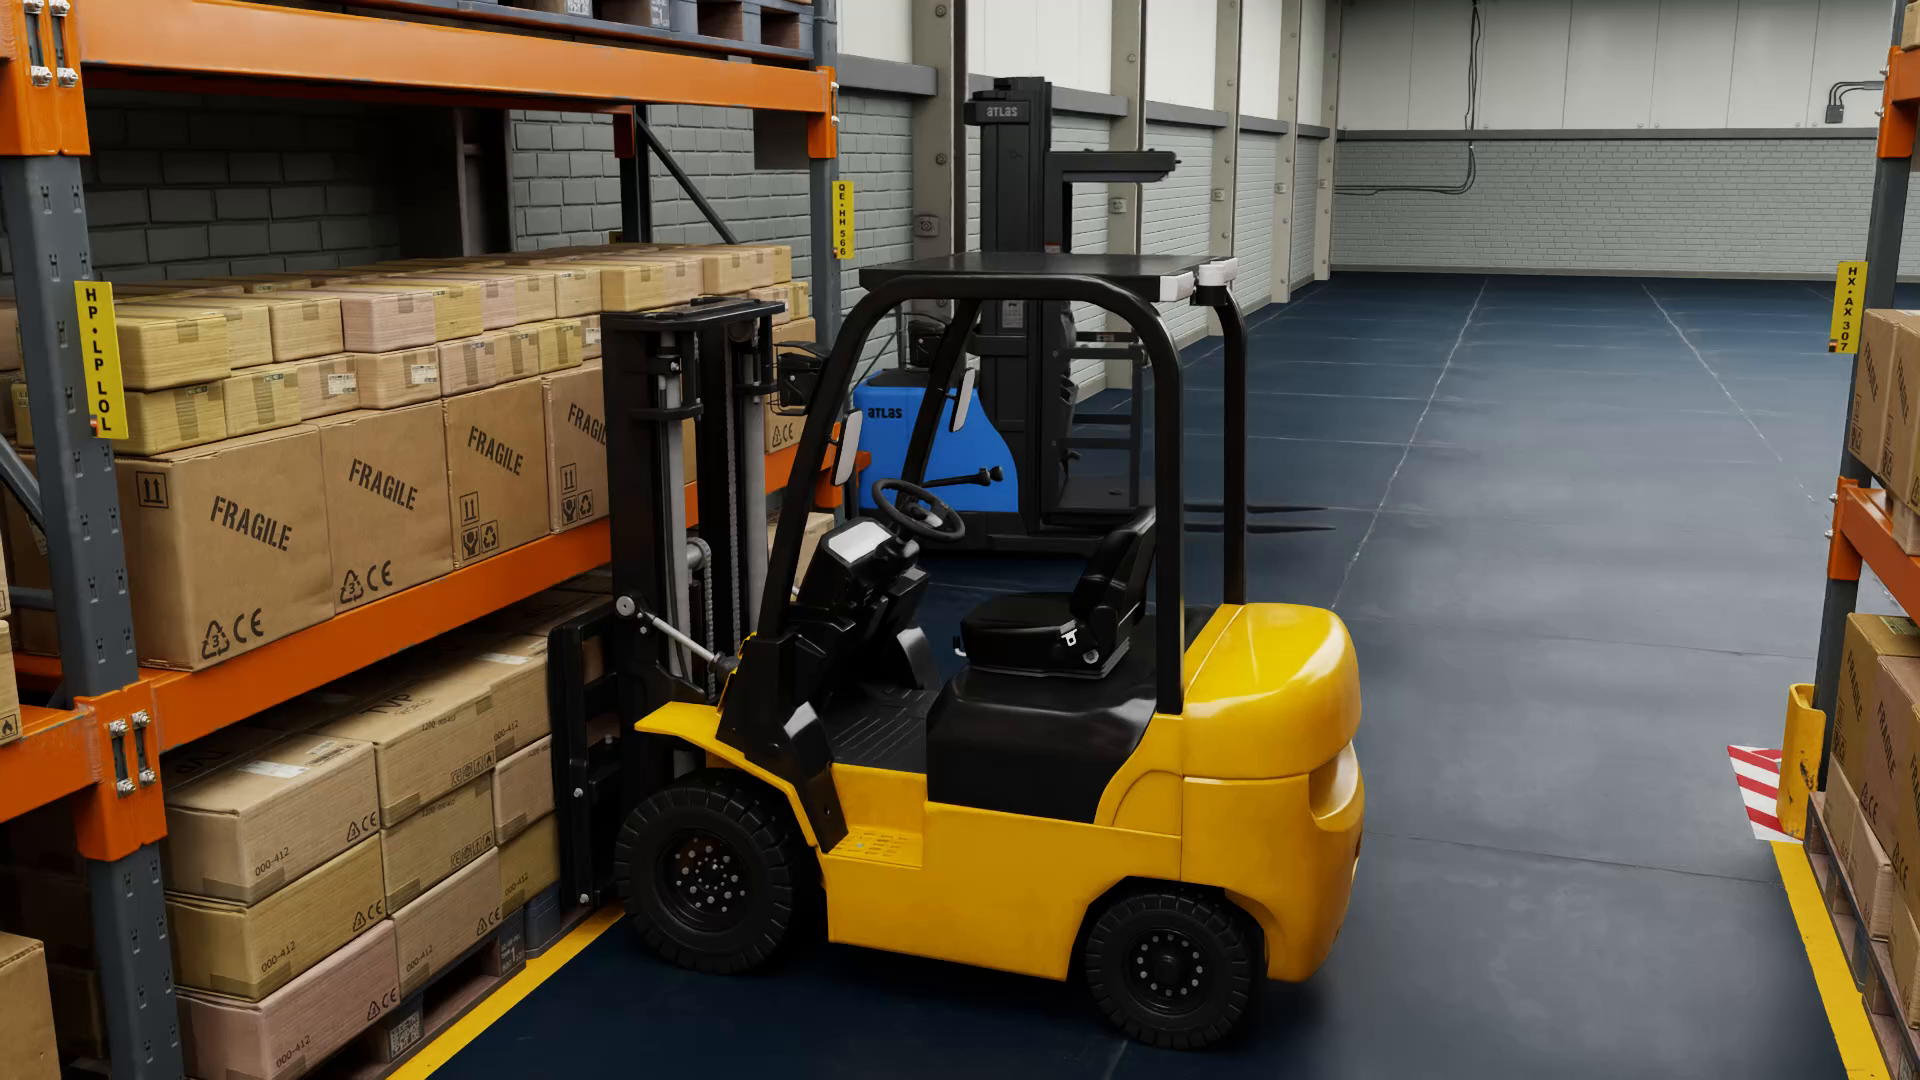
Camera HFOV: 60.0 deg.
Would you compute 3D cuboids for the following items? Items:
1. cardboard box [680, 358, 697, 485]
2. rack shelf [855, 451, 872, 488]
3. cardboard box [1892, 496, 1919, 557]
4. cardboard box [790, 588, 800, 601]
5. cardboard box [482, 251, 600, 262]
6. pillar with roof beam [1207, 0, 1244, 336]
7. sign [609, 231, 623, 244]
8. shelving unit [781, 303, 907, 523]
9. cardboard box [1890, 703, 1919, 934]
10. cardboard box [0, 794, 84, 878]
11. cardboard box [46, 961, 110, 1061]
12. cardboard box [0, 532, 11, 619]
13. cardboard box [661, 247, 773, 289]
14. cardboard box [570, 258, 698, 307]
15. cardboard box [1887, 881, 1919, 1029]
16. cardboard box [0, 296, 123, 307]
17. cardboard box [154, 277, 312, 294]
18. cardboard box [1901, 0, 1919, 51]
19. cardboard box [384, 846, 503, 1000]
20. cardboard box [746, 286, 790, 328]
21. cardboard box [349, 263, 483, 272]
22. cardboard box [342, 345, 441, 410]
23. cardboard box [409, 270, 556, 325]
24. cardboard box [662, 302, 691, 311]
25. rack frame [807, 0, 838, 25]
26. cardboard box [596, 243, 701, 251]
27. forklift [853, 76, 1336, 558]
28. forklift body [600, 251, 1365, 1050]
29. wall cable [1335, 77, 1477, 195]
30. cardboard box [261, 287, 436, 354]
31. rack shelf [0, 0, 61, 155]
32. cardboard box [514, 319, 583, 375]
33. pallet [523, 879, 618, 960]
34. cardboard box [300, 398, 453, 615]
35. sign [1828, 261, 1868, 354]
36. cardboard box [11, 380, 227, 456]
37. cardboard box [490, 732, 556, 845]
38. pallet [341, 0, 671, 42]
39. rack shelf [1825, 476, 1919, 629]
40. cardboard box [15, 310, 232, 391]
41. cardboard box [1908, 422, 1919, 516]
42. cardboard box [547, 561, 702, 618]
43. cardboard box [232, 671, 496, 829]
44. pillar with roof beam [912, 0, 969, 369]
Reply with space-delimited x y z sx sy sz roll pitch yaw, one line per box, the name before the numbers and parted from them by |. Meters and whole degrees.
cardboard box | -1.262 -0.436 5.931 0.500 0.500 0.500 4 13 17
rack shelf | -0.718 -0.546 10.683 0.538 0.185 1.000 2 16 18
cardboard box | 3.027 -0.036 4.969 0.380 0.149 0.250 5 14 19
cardboard box | -0.870 0.291 7.083 0.500 0.250 0.500 4 14 18
cardboard box | -1.602 -1.020 6.366 0.380 0.149 0.250 4 14 19
pillar with roof beam | 7.811 -7.049 21.648 9.100 9.000 0.400 4 14 18
sign | -1.532 -1.228 7.503 0.100 0.325 0.005 4 14 18
shelving unit | -0.732 -0.717 10.627 0.587 1.500 1.083 2 16 18
cardboard box | 2.824 0.771 4.418 0.500 0.500 0.500 5 14 19
cardboard box | -2.327 0.647 4.400 0.500 0.250 0.500 5 14 20
cardboard box | -2.337 1.135 4.508 0.500 0.250 0.500 5 14 19
cardboard box | -2.220 0.068 3.165 0.500 0.250 0.500 4 13 17
cardboard box | -0.976 -1.091 6.676 0.380 0.149 0.250 4 14 18
cardboard box | -1.165 -0.924 5.945 0.380 0.149 0.250 5 14 20
cardboard box | 2.830 1.139 4.491 0.500 0.250 0.500 5 14 22
cardboard box | -2.365 -0.532 4.229 0.380 0.149 0.250 4 13 17
cardboard box | -2.167 -0.700 4.961 0.380 0.149 0.250 4 13 17
cardboard box | 3.275 -1.663 5.355 0.380 0.149 0.250 4 14 18
cardboard box | -1.683 1.066 4.812 0.500 0.250 0.500 4 13 17
cardboard box | -0.910 -0.942 6.690 0.380 0.149 0.250 5 14 19
cardboard box | -1.847 -0.857 5.650 0.380 0.149 0.250 4 14 19
cardboard box | -1.661 -0.455 4.558 0.380 0.149 0.250 5 14 20
cardboard box | -1.513 -0.770 5.270 0.380 0.149 0.250 4 14 19
cardboard box | -1.185 -0.780 5.984 0.380 0.149 0.250 4 13 17
rack frame | -1.009 -3.651 6.760 1.000 3.000 0.127 4 14 18
cardboard box | -1.319 -1.181 7.068 0.380 0.149 0.250 4 13 17
forklift | 0.872 -1.400 10.535 3.031 2.935 1.130 2 13 7
forklift body | 0.104 0.219 5.197 2.313 2.155 1.214 4 14 18
wall cable | 9.824 -8.897 36.722 3.097 2.526 0.112 4 14 18
cardboard box | -1.665 -0.602 4.534 0.380 0.149 0.250 5 14 20
rack shelf | -2.950 -0.574 1.638 1.077 0.370 4.000 4 14 18
cardboard box | -1.432 -0.621 5.285 0.380 0.149 0.250 4 13 17
pallet | -1.613 1.054 5.897 1.003 0.211 1.213 4 14 18
cardboard box | -1.759 -0.118 4.539 0.500 0.500 0.500 5 14 19
sign | 3.176 -0.830 5.939 0.100 0.325 0.005 4 14 18
cardboard box | -1.951 -0.297 3.865 0.380 0.149 0.250 4 13 18
cardboard box | -1.520 0.718 5.215 0.500 0.250 0.500 4 14 18
pallet | -1.655 -1.740 5.330 1.003 0.211 1.213 4 14 18
rack shelf | 3.042 0.403 4.100 1.077 0.370 4.000 4 14 18
cardboard box | -1.919 -0.439 3.821 0.380 0.149 0.250 5 14 20
cardboard box | 2.945 -0.267 4.522 0.500 0.500 0.500 4 13 17
cardboard box | -1.176 0.257 6.110 0.500 0.250 0.500 5 14 19
cardboard box | -1.674 0.578 4.701 0.500 0.250 0.500 4 14 18
pillar with roof beam | 3.928 -4.522 10.578 9.100 9.000 0.400 4 14 18
